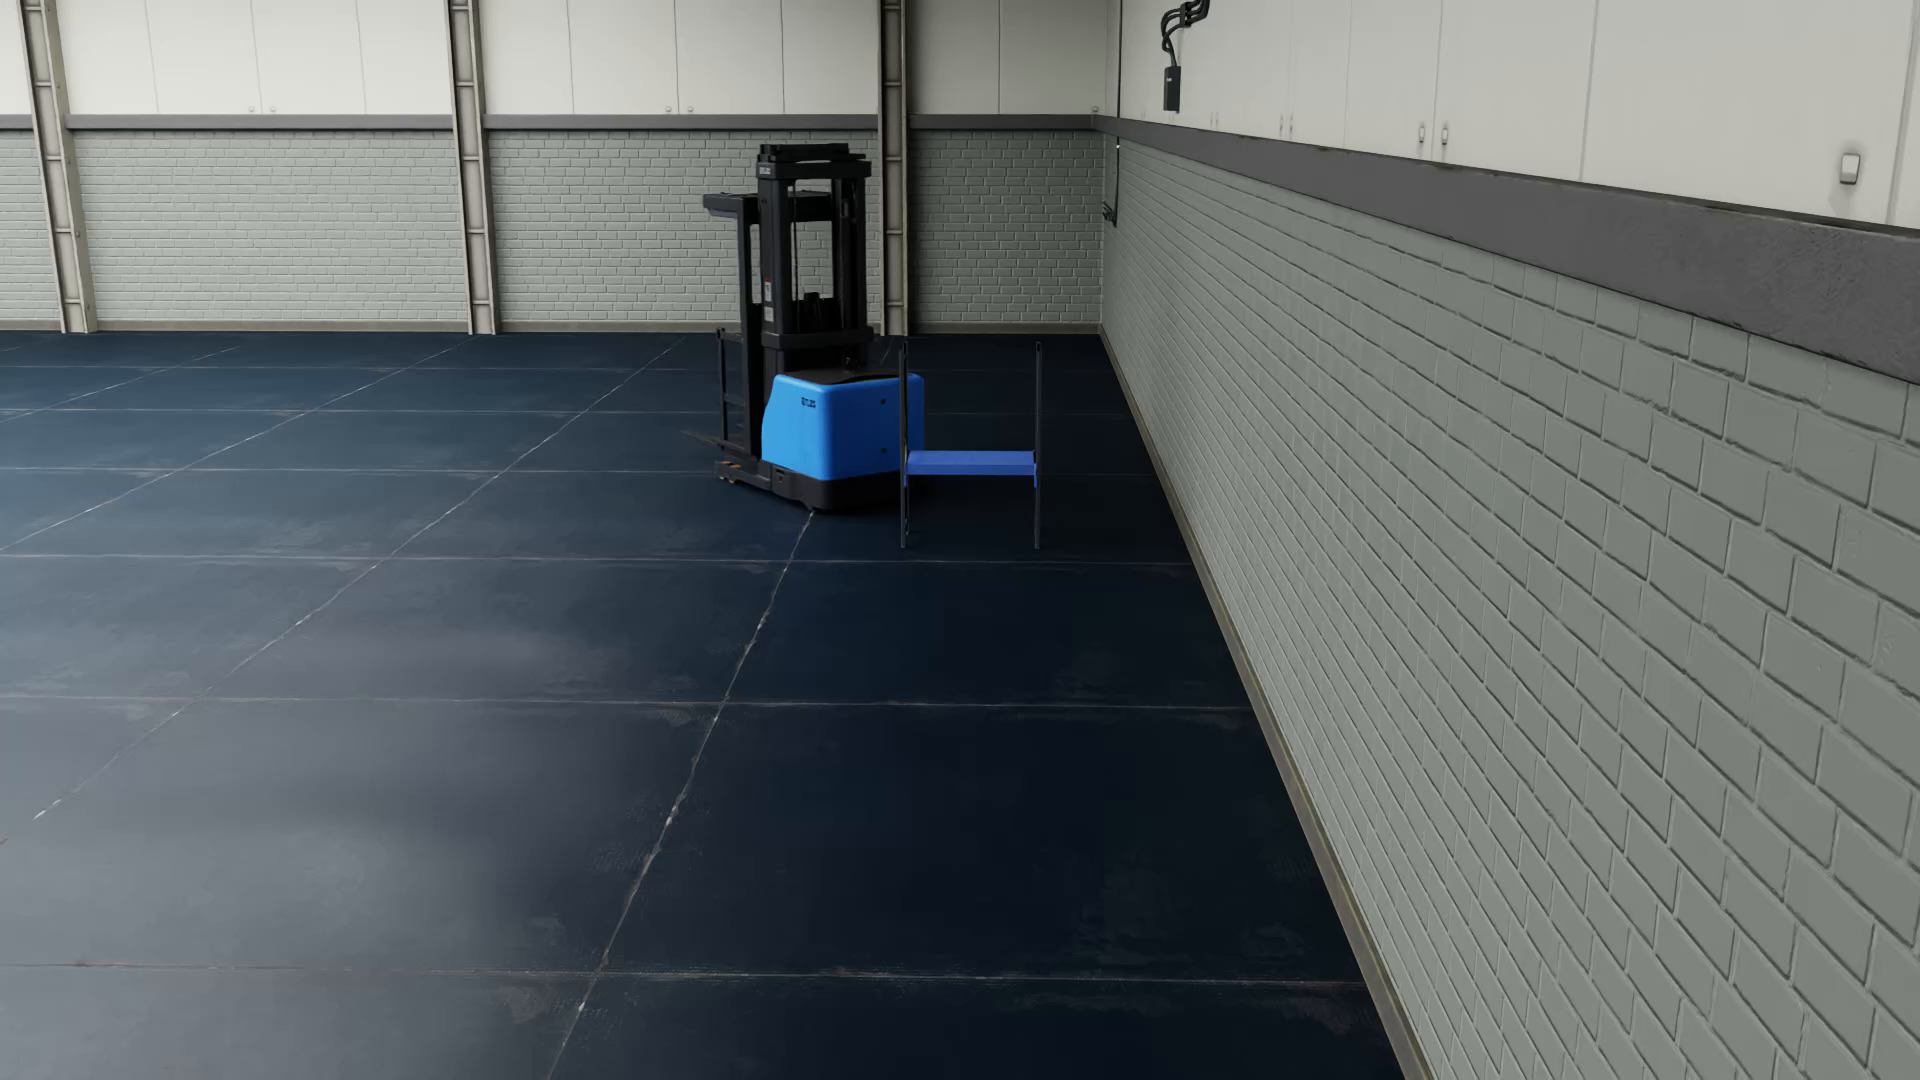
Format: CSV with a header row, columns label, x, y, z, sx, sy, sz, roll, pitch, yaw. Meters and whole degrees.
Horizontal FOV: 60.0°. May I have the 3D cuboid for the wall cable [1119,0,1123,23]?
label,x,y,z,sx,sy,sz,roll,pitch,yaw
wall cable,1.899,-7.234,18.805,0.112,2.526,3.097,0,15,1

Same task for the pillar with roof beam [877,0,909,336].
label,x,y,z,sx,sy,sz,roll,pitch,yaw
pillar with roof beam,-1.053,-6.242,18.858,0.400,9.000,9.100,0,15,1

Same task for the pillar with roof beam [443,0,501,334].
label,x,y,z,sx,sy,sz,roll,pitch,yaw
pillar with roof beam,-7.051,-6.281,19.006,0.400,9.000,9.100,0,15,1

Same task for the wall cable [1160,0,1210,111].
label,x,y,z,sx,sy,sz,roll,pitch,yaw
wall cable,1.710,-6.207,12.058,0.169,6.003,2.305,0,15,1

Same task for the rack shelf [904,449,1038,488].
label,x,y,z,sx,sy,sz,roll,pitch,yaw
rack shelf,0.085,-0.551,12.692,1.000,0.185,0.538,0,15,1

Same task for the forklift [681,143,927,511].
label,x,y,z,sx,sy,sz,roll,pitch,yaw
forklift,-1.538,-1.979,14.596,1.130,2.935,3.031,-10,18,-34

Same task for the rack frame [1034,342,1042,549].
label,x,y,z,sx,sy,sz,roll,pitch,yaw
rack frame,0.593,-0.721,12.634,0.032,1.500,0.500,0,15,1

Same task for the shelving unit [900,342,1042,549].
label,x,y,z,sx,sy,sz,roll,pitch,yaw
shelving unit,0.085,-0.725,12.647,1.048,1.500,0.538,0,15,1

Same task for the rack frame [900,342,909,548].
label,x,y,z,sx,sy,sz,roll,pitch,yaw
rack frame,-0.423,-0.728,12.659,0.032,1.500,0.500,0,15,1

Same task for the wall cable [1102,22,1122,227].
label,x,y,z,sx,sy,sz,roll,pitch,yaw
wall cable,1.968,-5.482,22.064,0.112,2.526,3.097,0,15,1

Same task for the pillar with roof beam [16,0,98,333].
label,x,y,z,sx,sy,sz,roll,pitch,yaw
pillar with roof beam,-13.049,-6.320,19.154,0.400,9.000,9.100,0,15,1
